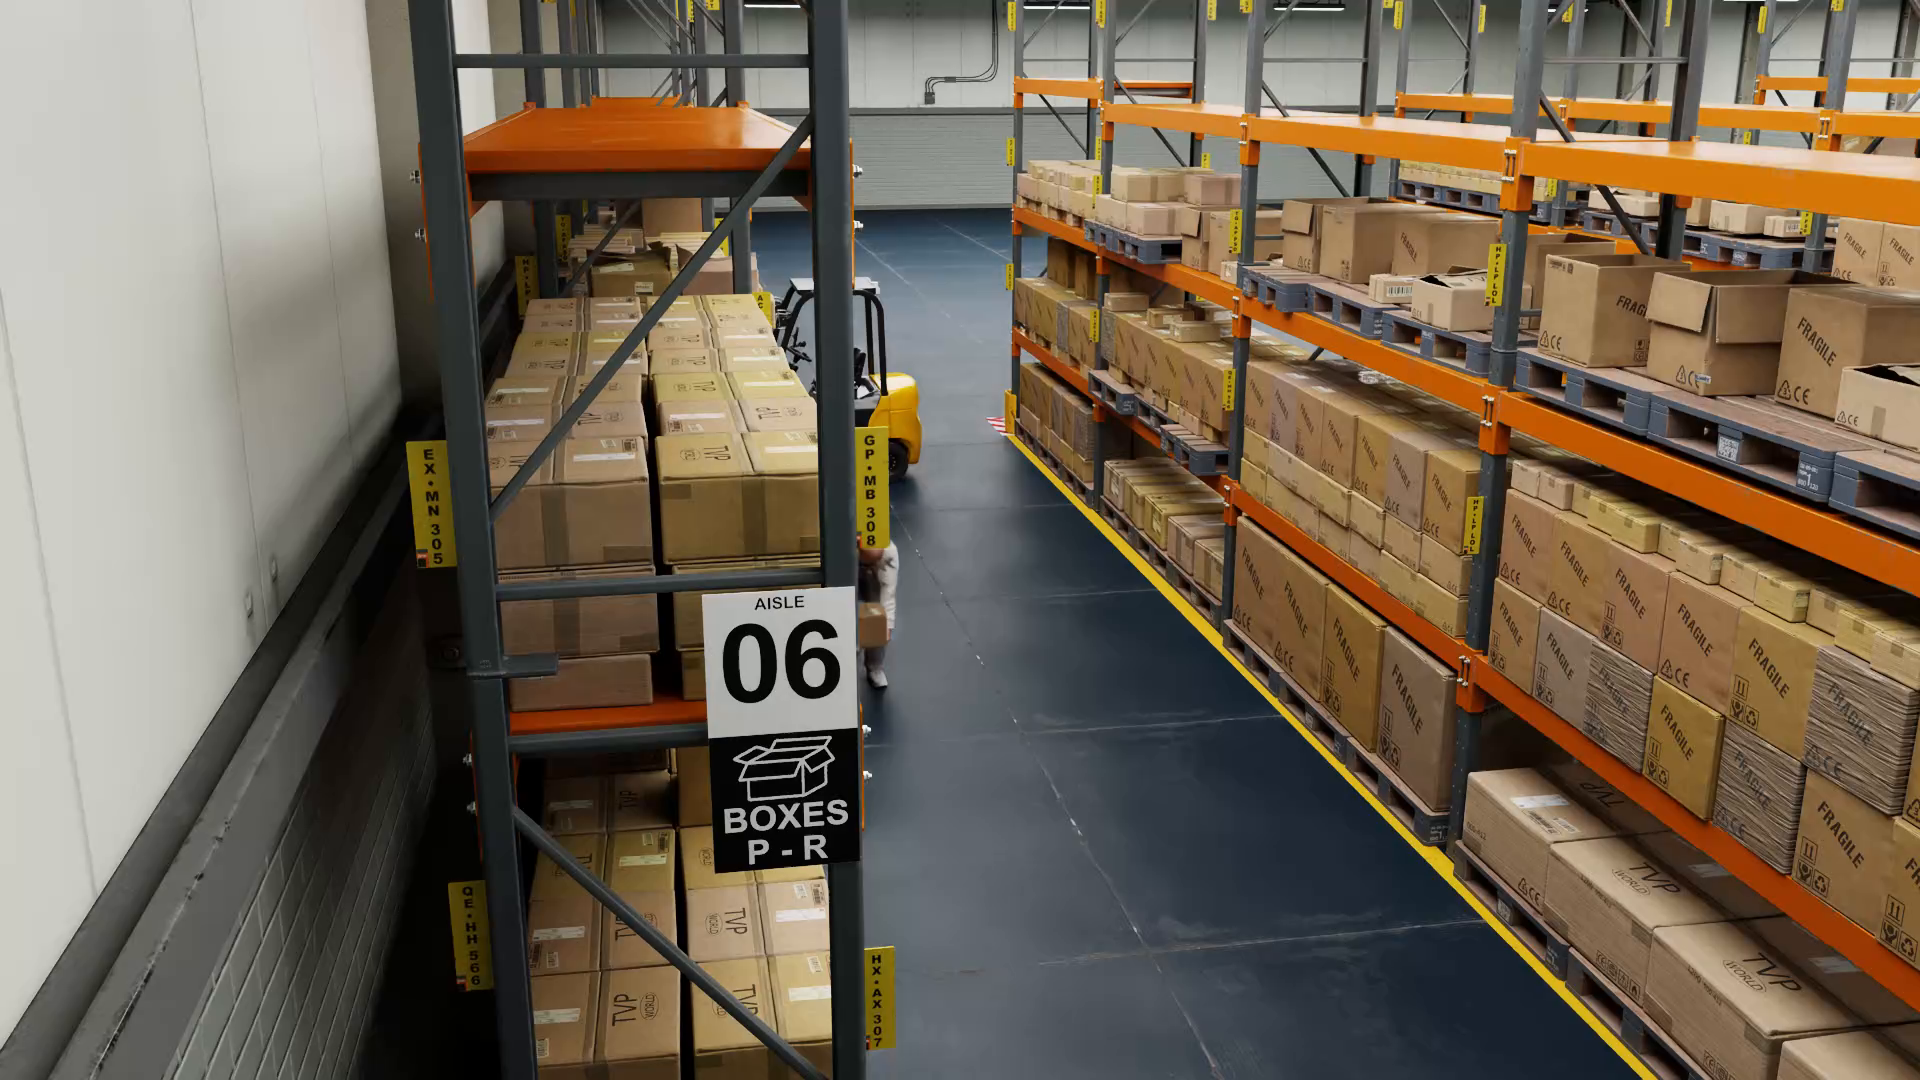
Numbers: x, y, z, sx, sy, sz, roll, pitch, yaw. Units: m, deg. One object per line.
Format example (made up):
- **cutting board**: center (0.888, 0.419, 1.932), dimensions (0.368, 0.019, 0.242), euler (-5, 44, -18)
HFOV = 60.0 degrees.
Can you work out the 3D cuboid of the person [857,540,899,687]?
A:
- **person**: center (-0.713, 0.489, 12.217), dimensions (0.550, 1.310, 0.913), euler (-3, 16, -11)
